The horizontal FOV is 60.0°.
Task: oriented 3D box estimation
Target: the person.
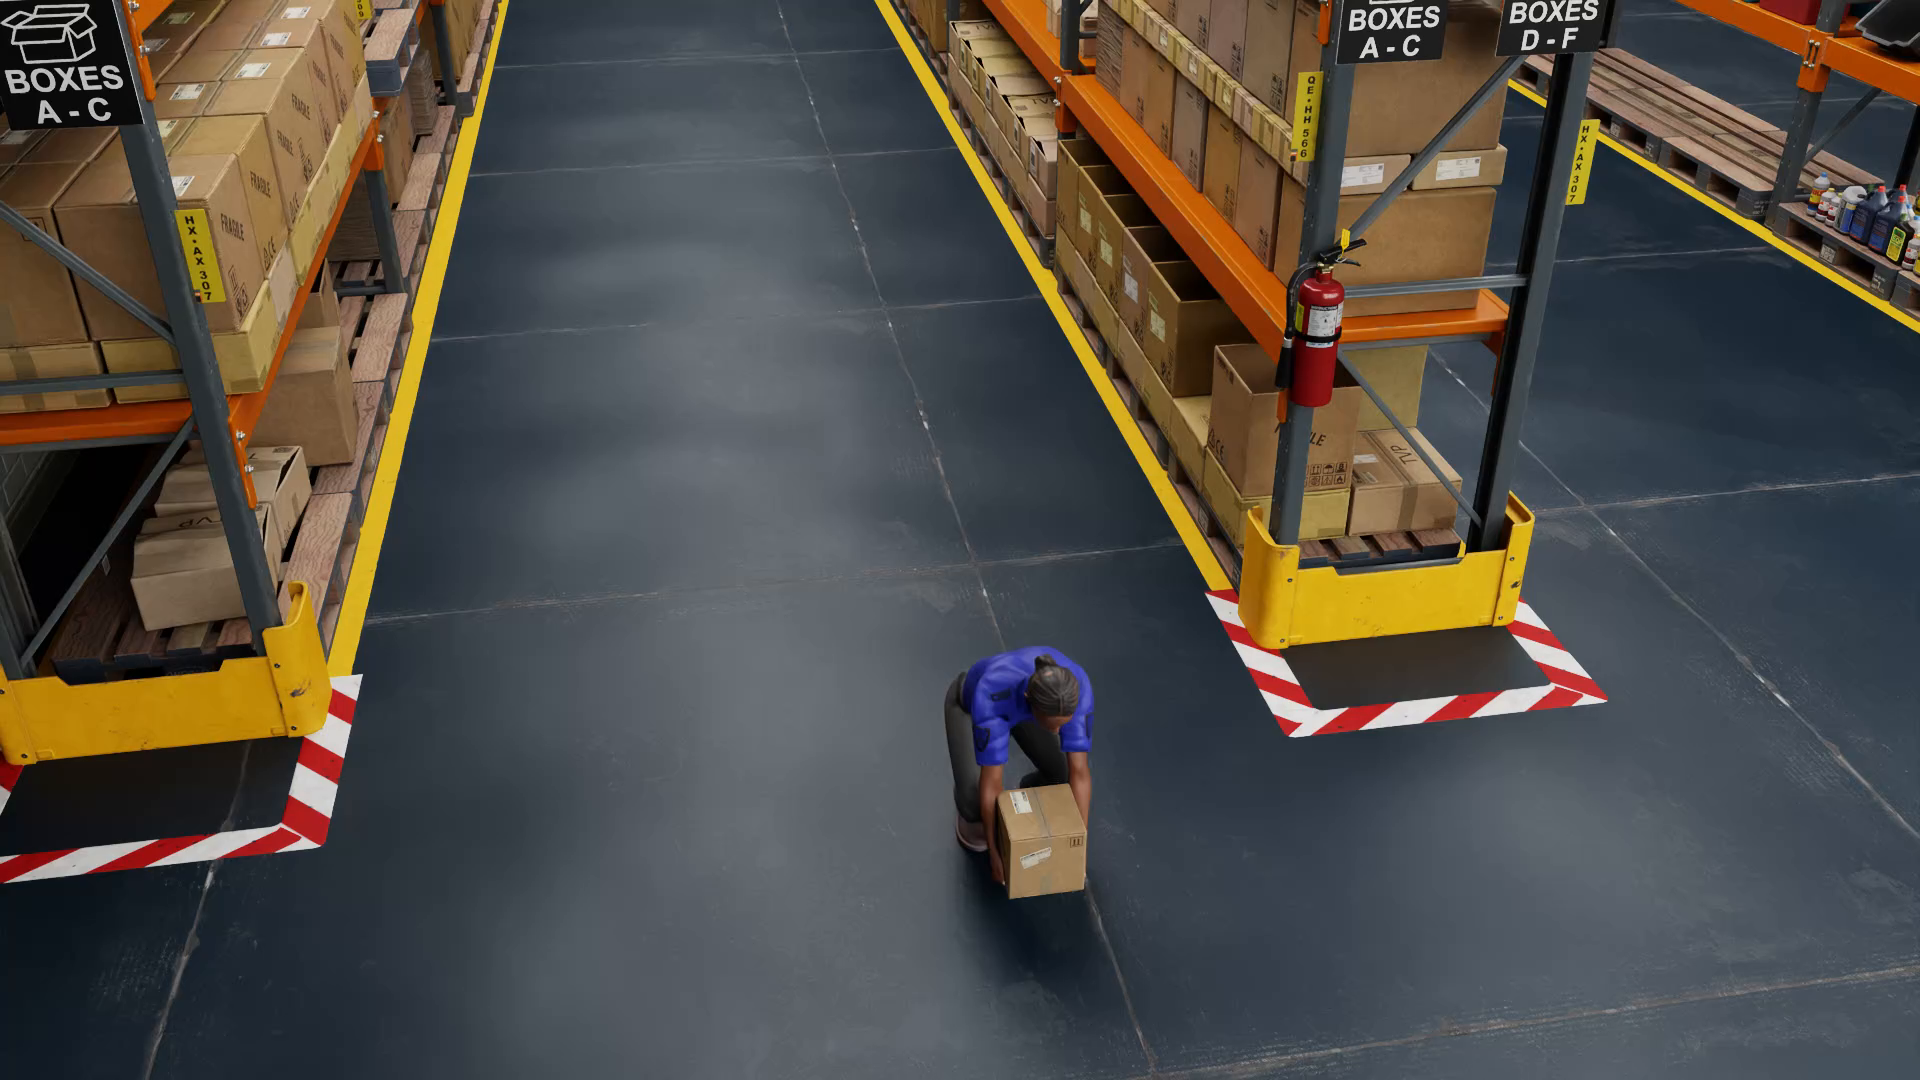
[{"bbox_3d":[0.204,0.701,5.671,0.460,0.948,0.841,-6,31,-10],"label":"person"}]
